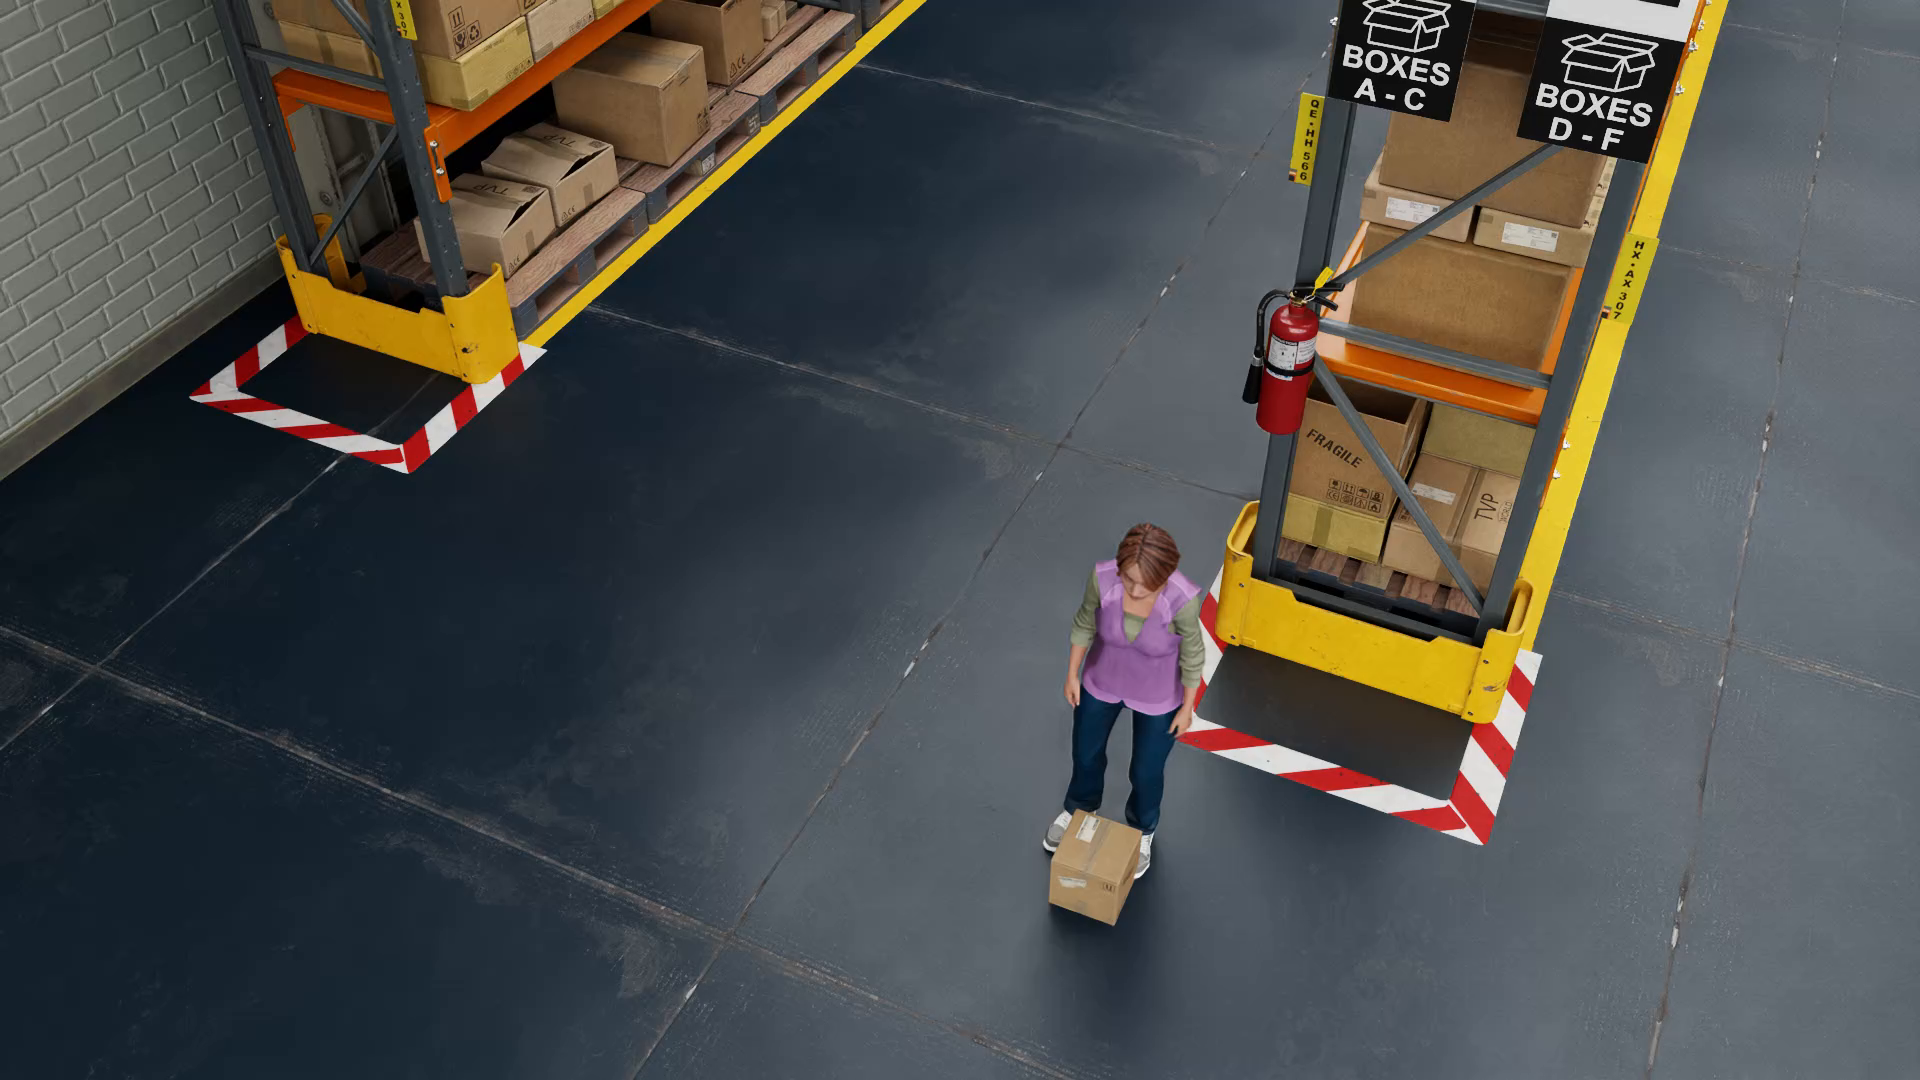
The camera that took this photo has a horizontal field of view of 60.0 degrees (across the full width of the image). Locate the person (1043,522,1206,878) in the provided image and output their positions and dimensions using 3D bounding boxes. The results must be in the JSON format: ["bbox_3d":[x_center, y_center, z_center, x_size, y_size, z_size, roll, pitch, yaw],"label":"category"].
[{"bbox_3d":[0.571,0.517,5.607,0.472,1.592,0.347,15,45,16],"label":"person"}]
